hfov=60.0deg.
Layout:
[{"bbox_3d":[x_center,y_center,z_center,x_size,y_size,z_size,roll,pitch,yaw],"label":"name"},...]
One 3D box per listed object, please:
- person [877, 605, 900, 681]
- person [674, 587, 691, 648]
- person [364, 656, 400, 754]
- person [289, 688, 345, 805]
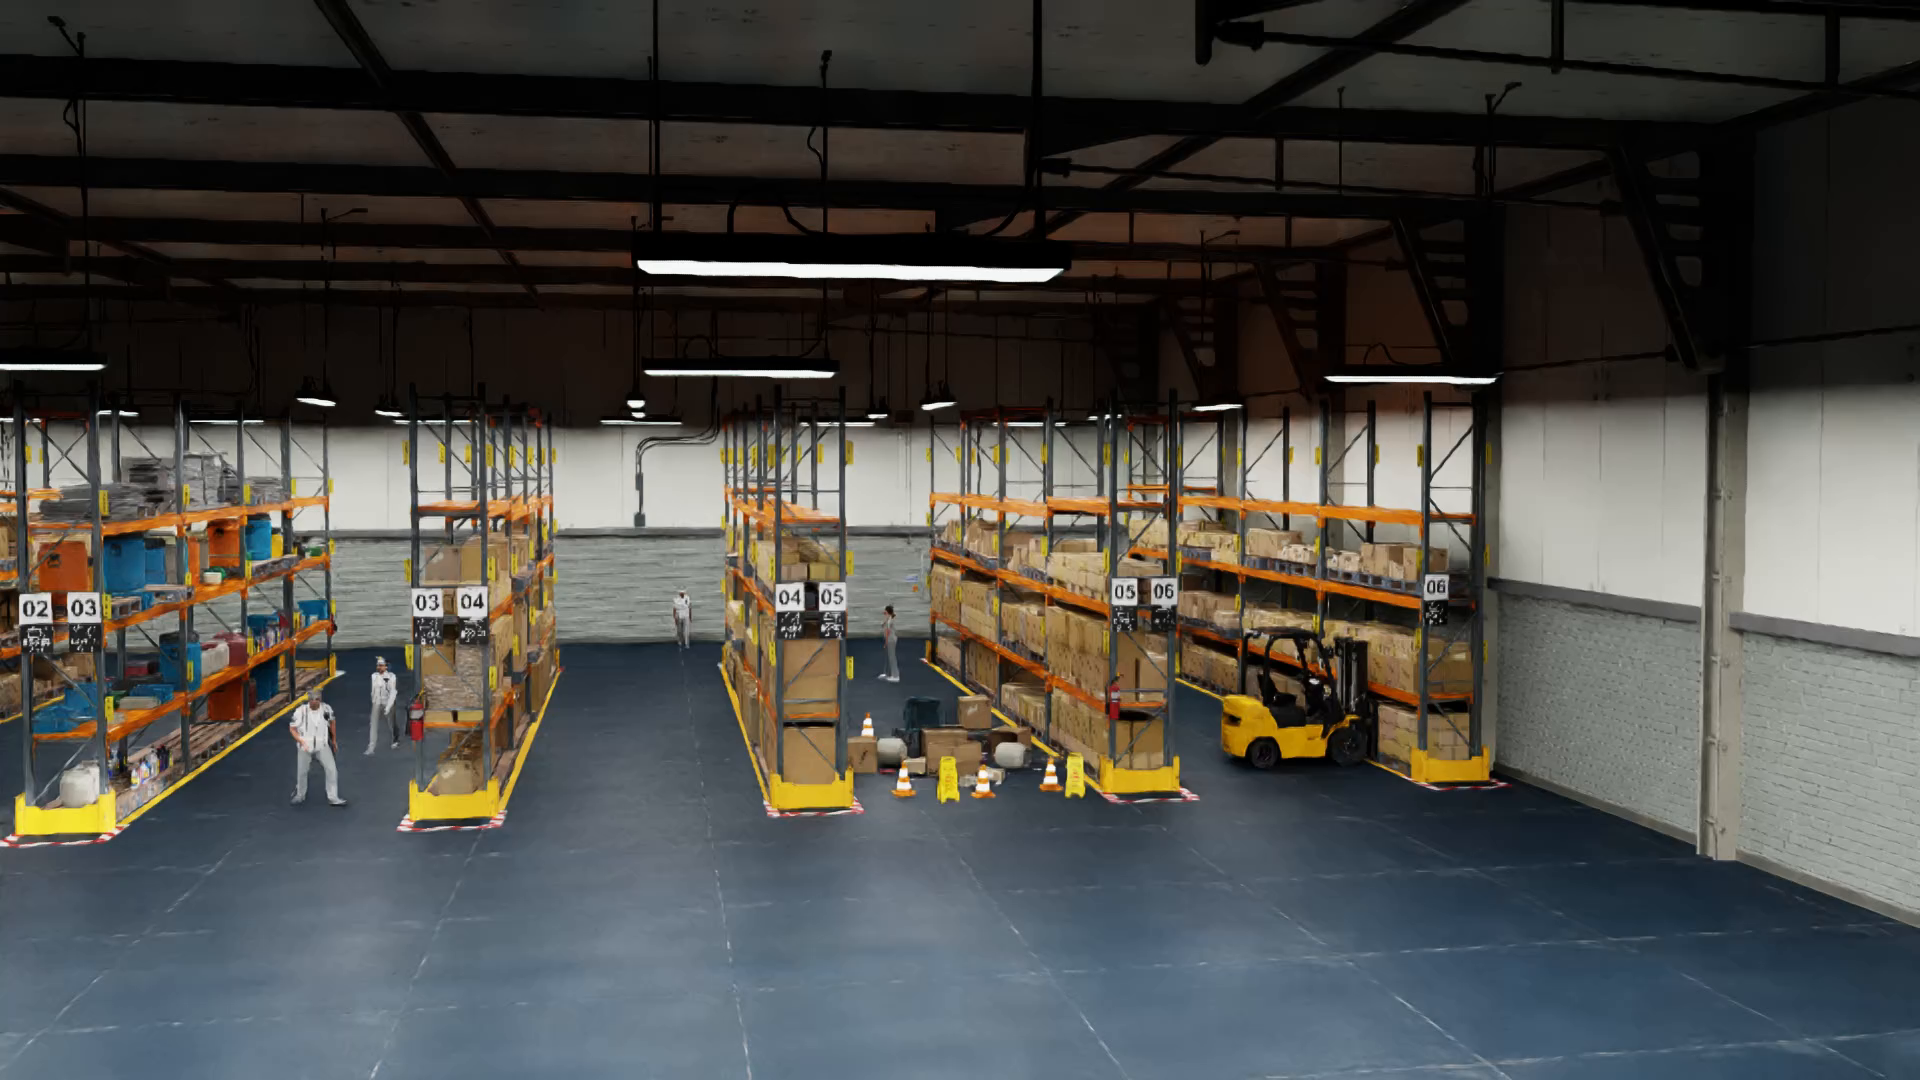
[{"bbox_3d":[-1.590,2.279,36.947,0.540,1.668,0.545,0,3,8],"label":"person"},{"bbox_3d":[-7.240,1.994,43.376,0.456,1.589,1.088,0,3,-8],"label":"person"},{"bbox_3d":[-9.694,2.755,27.979,0.481,1.621,0.977,0,3,-2],"label":"person"},{"bbox_3d":[-9.247,2.938,23.850,0.701,1.693,0.857,-1,3,-27],"label":"person"}]
